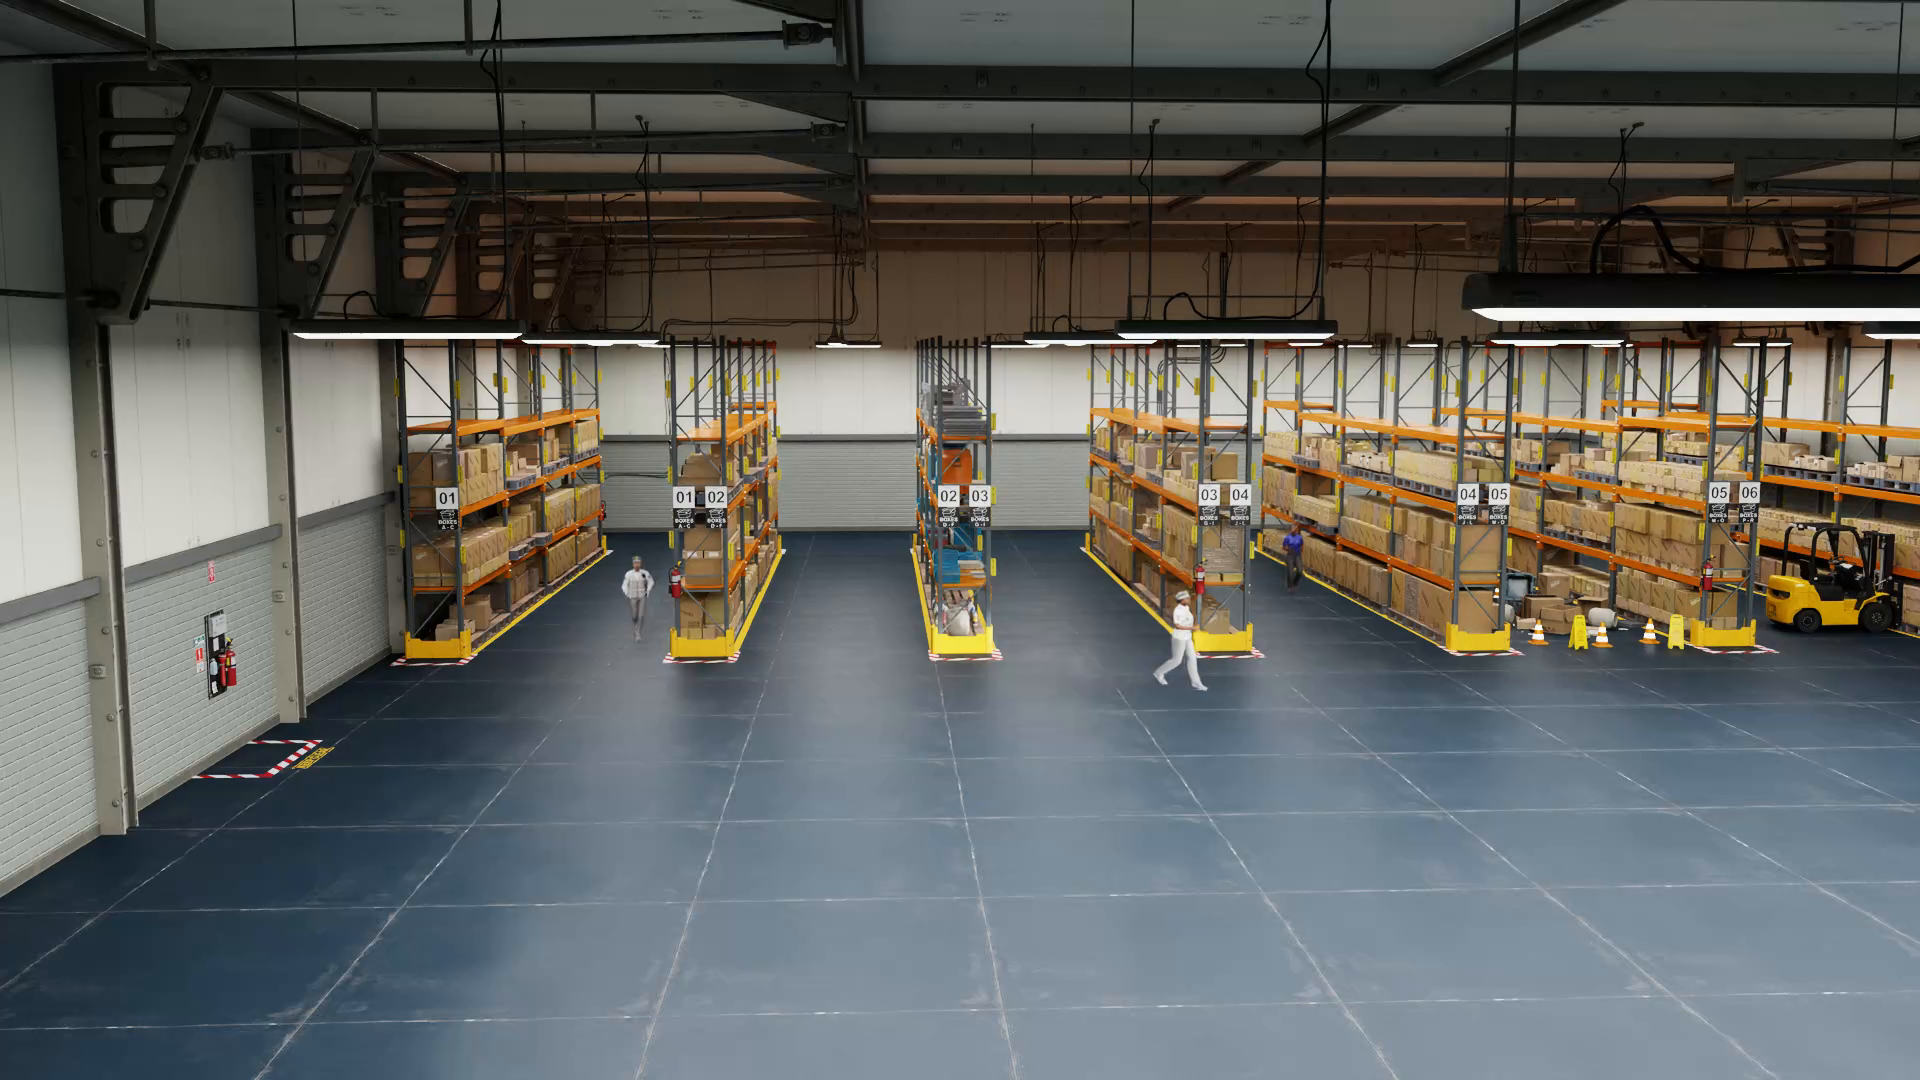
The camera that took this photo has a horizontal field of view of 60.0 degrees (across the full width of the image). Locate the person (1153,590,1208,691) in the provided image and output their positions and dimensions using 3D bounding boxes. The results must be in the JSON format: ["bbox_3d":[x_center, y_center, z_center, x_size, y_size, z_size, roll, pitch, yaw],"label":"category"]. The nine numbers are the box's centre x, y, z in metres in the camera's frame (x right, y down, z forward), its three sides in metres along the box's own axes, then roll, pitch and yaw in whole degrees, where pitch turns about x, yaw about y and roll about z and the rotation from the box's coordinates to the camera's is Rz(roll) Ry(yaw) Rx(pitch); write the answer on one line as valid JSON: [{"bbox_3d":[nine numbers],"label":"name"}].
[{"bbox_3d":[3.729,1.685,28.086,0.936,1.702,0.584,3,7,27],"label":"person"}]

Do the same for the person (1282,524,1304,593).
[{"bbox_3d":[7.910,0.450,39.313,0.562,1.630,0.589,0,7,-3],"label":"person"}]

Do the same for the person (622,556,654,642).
[{"bbox_3d":[-6.413,1.147,33.160,0.617,1.682,0.747,-1,7,-9],"label":"person"}]
